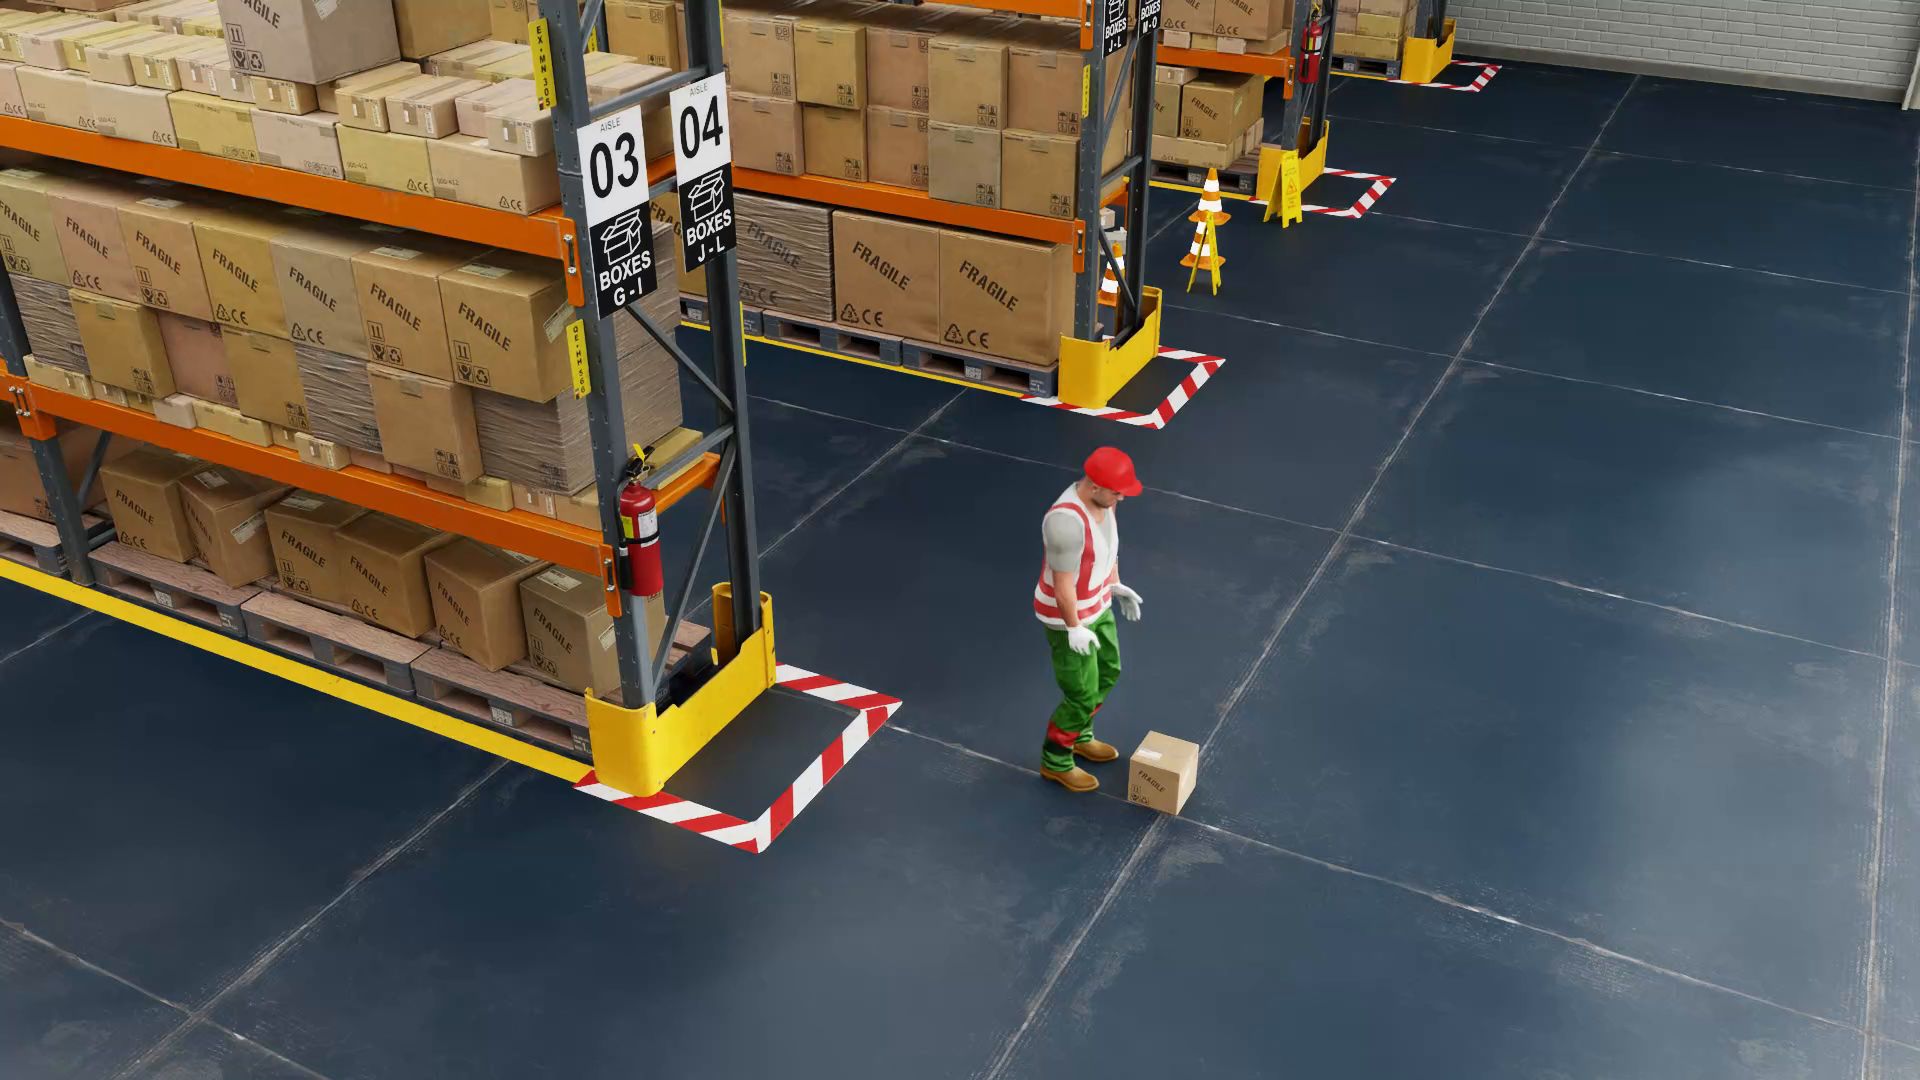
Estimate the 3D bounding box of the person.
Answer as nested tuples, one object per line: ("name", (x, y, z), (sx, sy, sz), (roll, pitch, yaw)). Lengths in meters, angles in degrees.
("person", (0.594, 0.339, 7.726), (0.443, 1.745, 0.541), (15, 33, 24))
